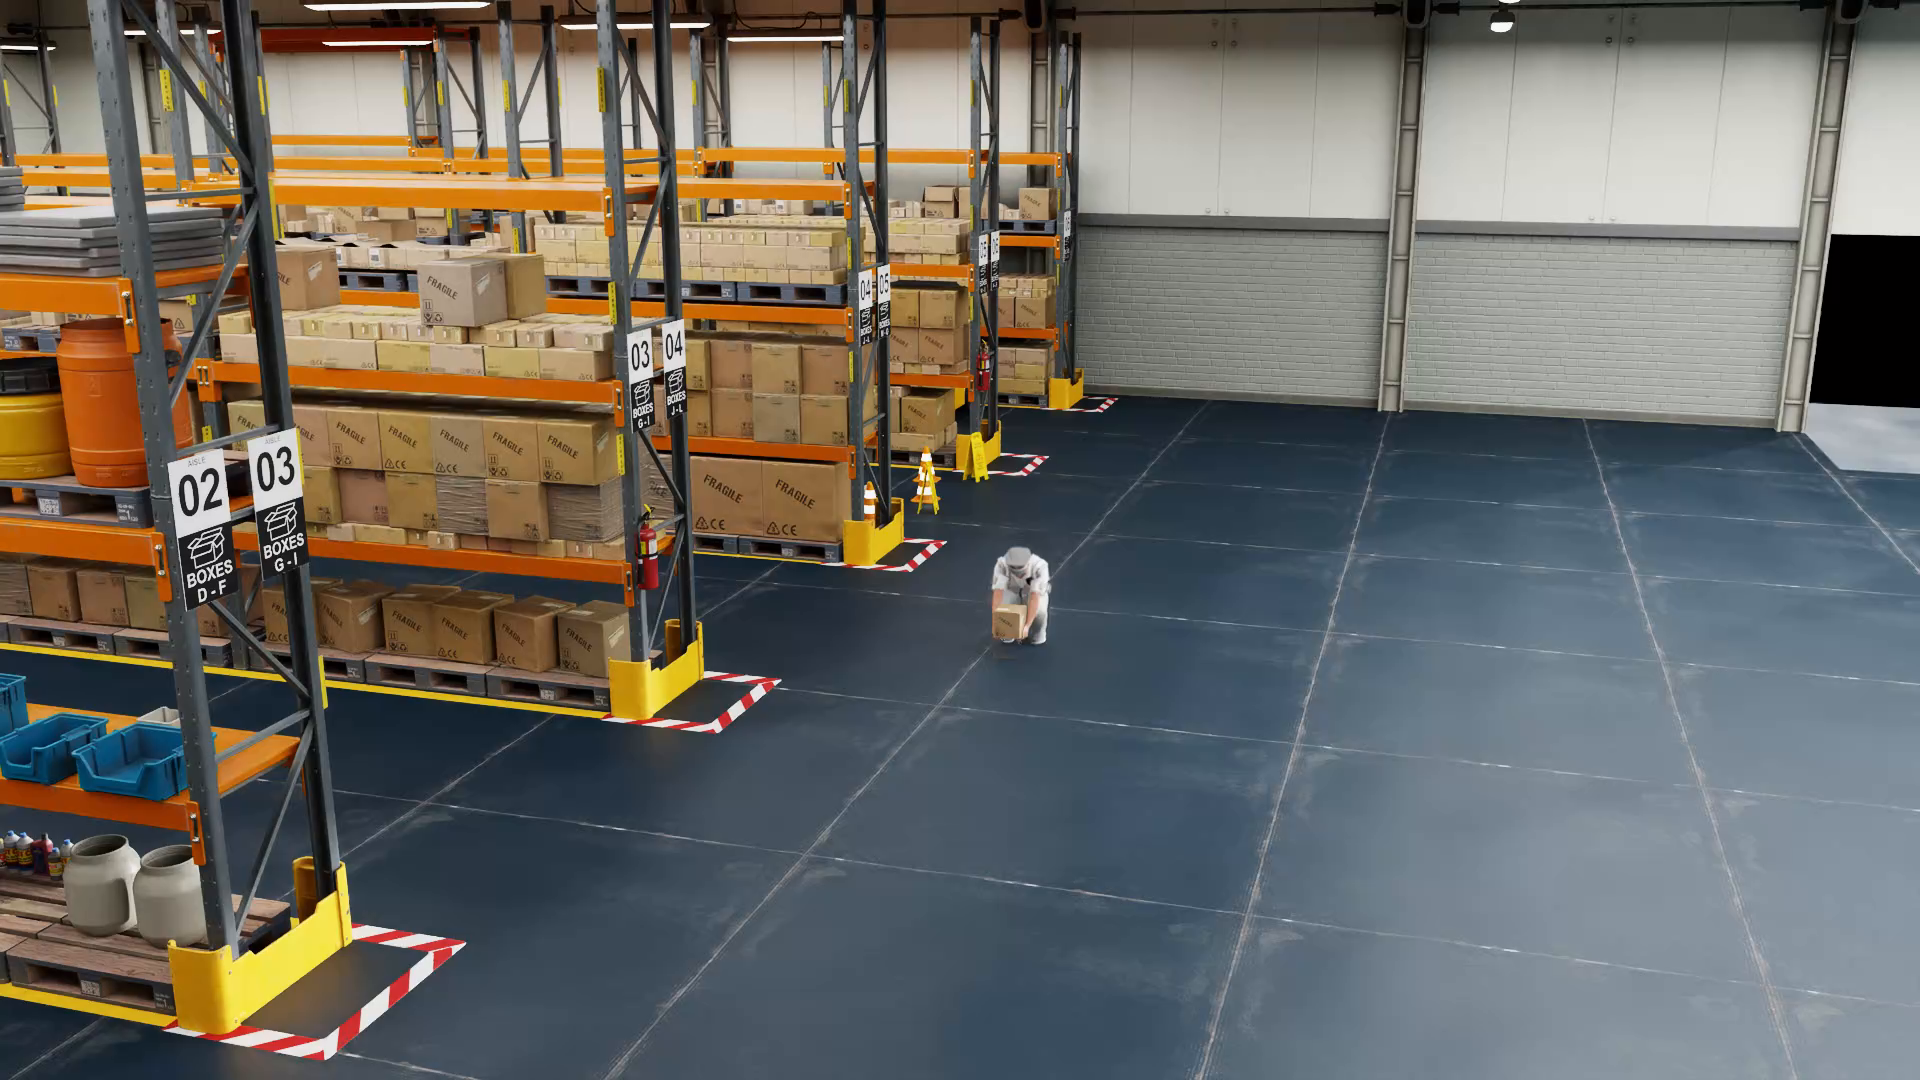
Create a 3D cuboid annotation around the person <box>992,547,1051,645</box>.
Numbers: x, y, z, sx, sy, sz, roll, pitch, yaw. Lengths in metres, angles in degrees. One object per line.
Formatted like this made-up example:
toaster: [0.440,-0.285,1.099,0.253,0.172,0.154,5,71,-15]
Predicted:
person: [0.580,0.490,15.606,0.526,1.025,0.919,4,15,15]
